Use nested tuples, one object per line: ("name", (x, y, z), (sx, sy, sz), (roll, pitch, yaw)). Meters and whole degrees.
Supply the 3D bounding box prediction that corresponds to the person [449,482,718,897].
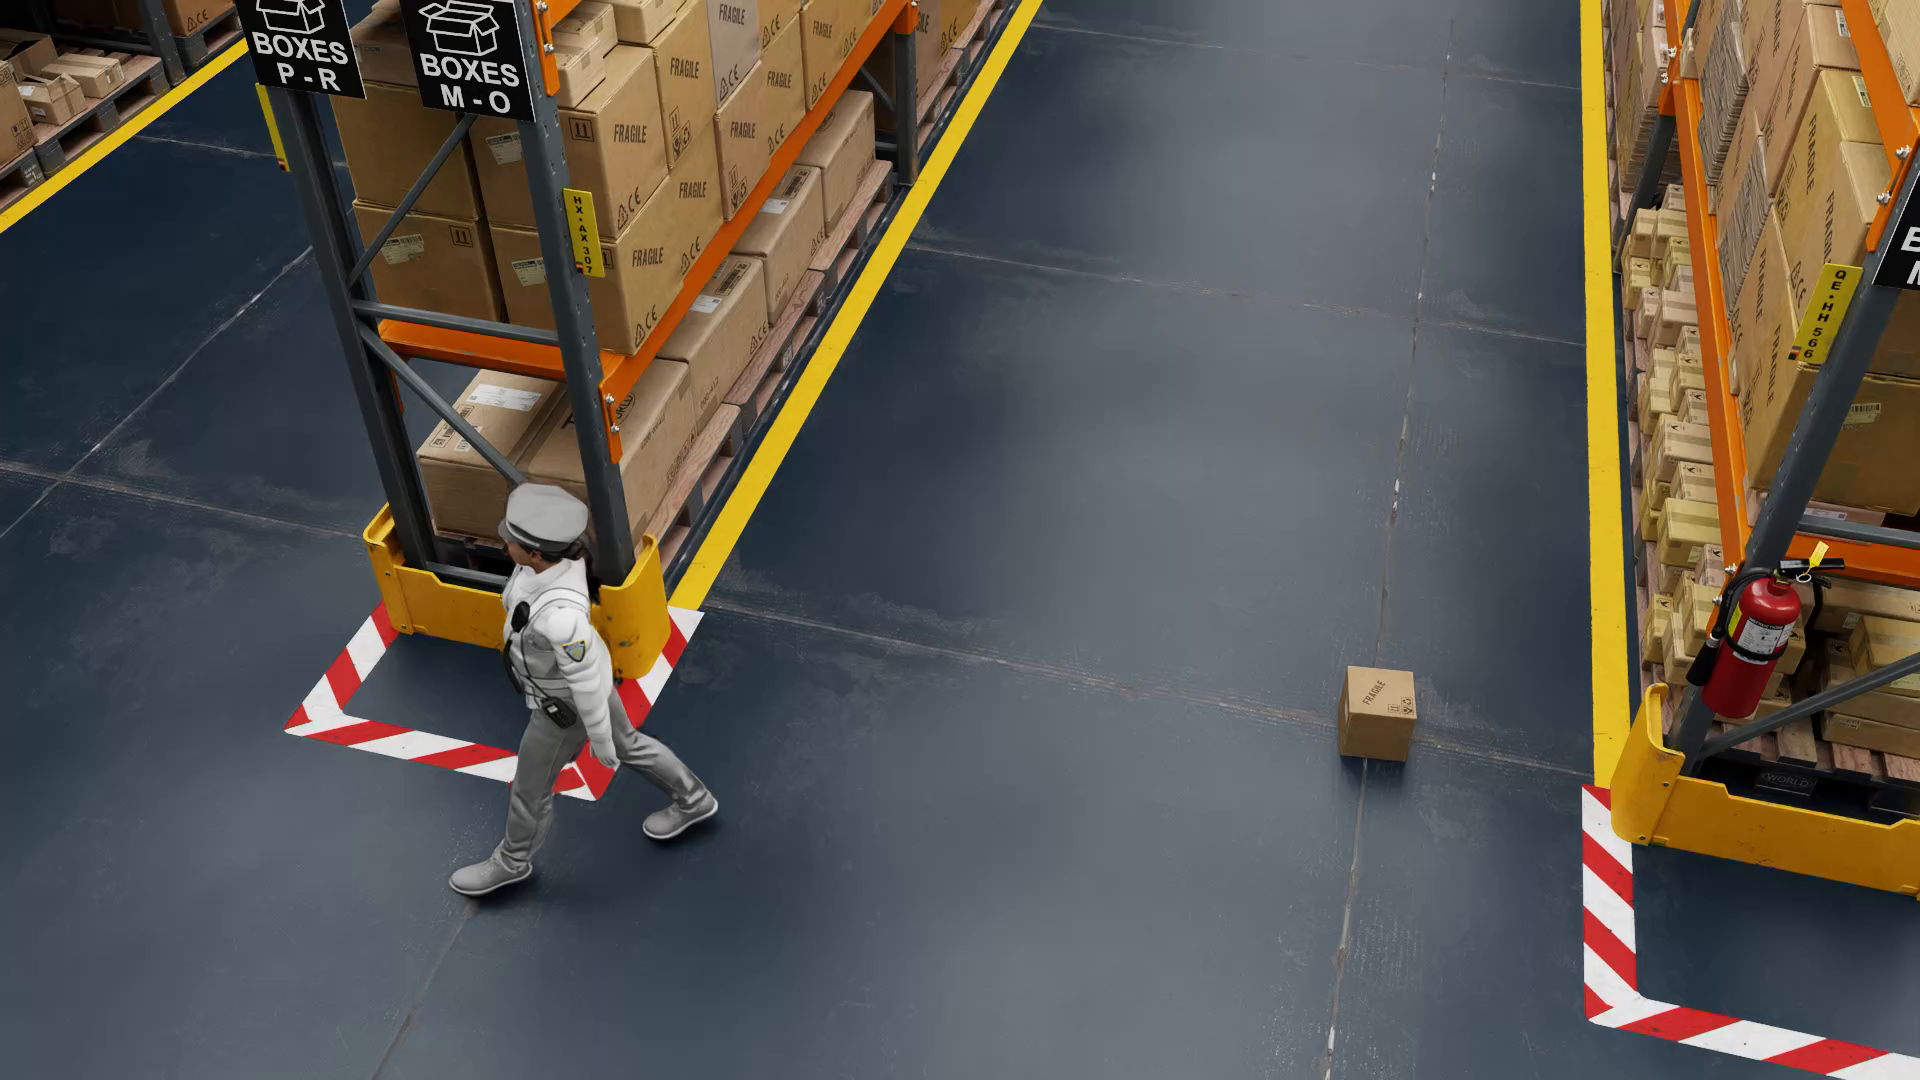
("person", (-1.366, 0.488, 5.568), (0.967, 1.631, 0.527), (-7, 42, -8))
